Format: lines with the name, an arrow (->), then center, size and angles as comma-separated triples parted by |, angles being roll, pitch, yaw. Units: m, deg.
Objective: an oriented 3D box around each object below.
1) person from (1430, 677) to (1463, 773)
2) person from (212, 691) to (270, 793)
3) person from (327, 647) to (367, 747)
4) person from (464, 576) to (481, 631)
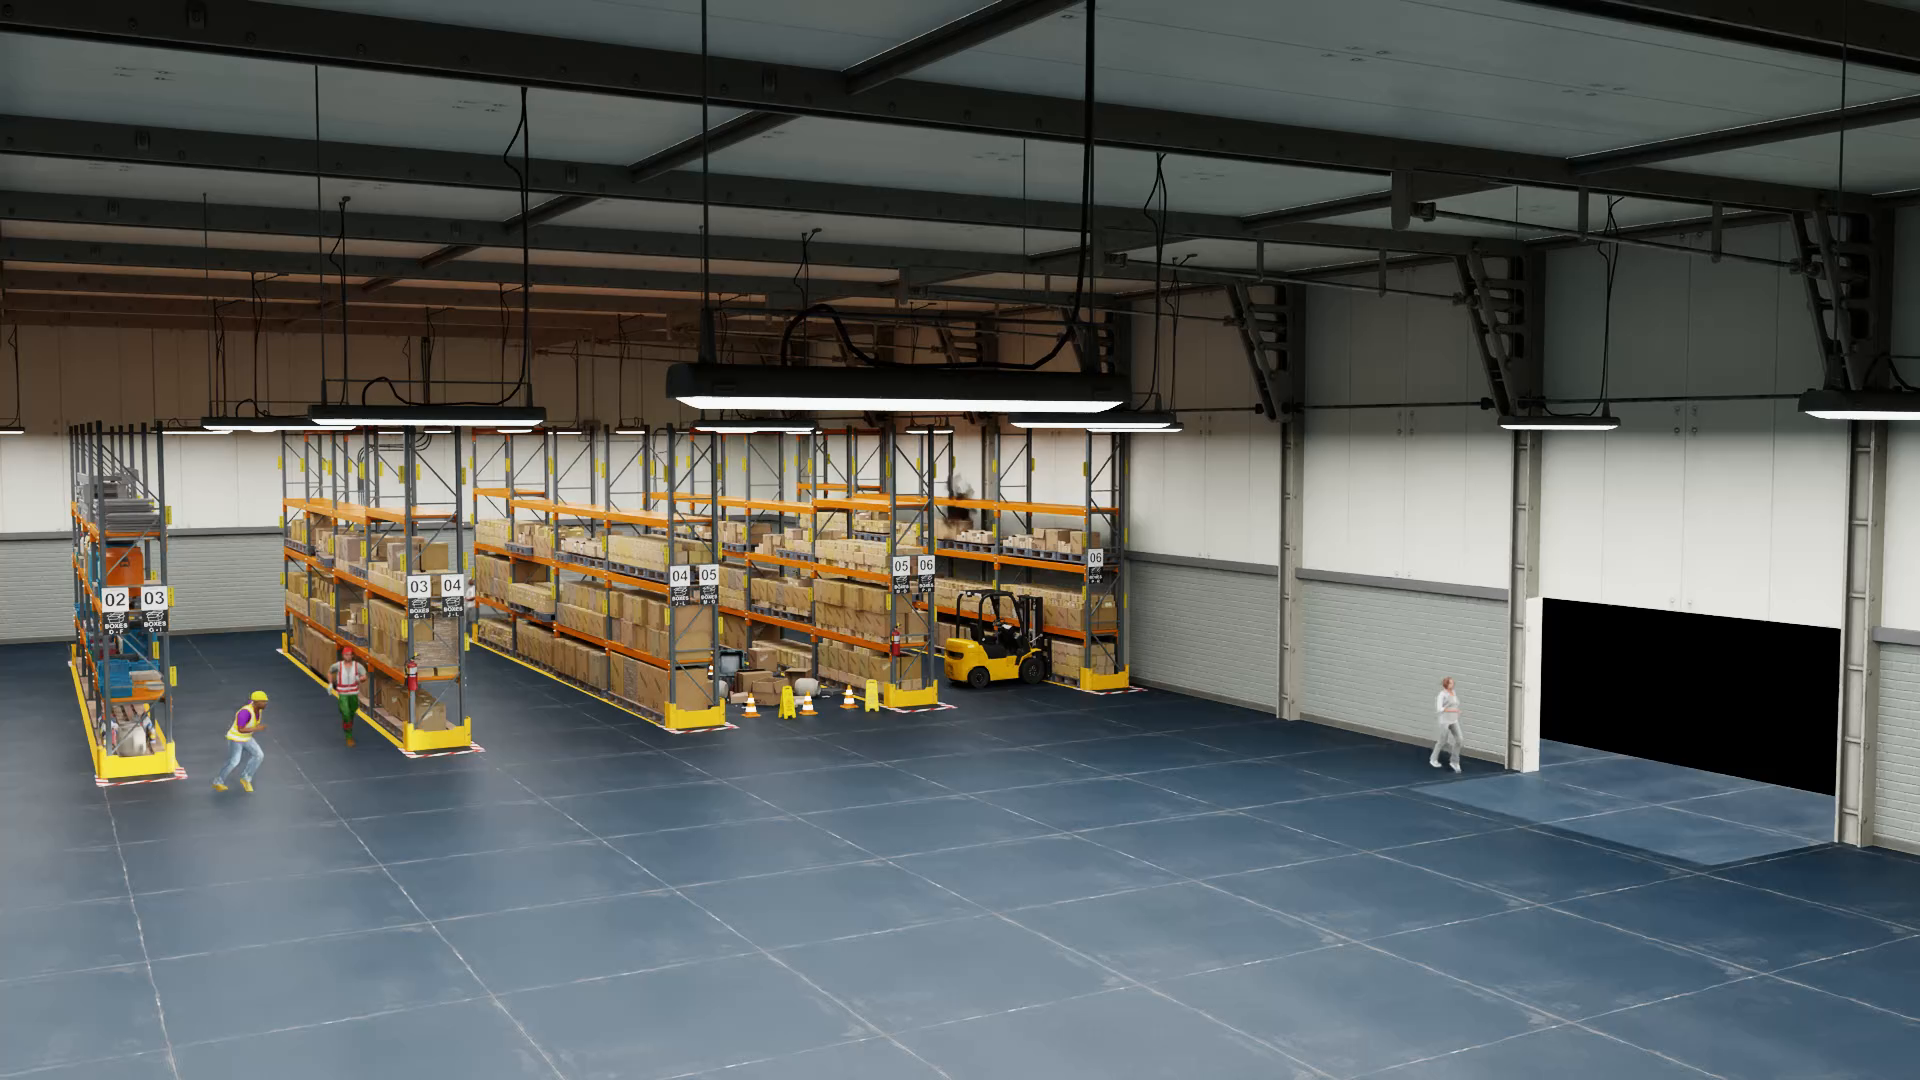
person -> 8.354, 3.166, 28.504 | 0.538, 1.653, 0.628 | -2, 4, -32
person -> -11.575, 3.260, 26.816 | 0.973, 1.669, 0.740 | 0, 4, 3
person -> -11.406, 2.886, 30.984 | 0.654, 1.814, 0.938 | -2, 4, -33
person -> -14.108, 1.883, 47.922 | 0.978, 1.715, 0.725 | -1, 4, -14
